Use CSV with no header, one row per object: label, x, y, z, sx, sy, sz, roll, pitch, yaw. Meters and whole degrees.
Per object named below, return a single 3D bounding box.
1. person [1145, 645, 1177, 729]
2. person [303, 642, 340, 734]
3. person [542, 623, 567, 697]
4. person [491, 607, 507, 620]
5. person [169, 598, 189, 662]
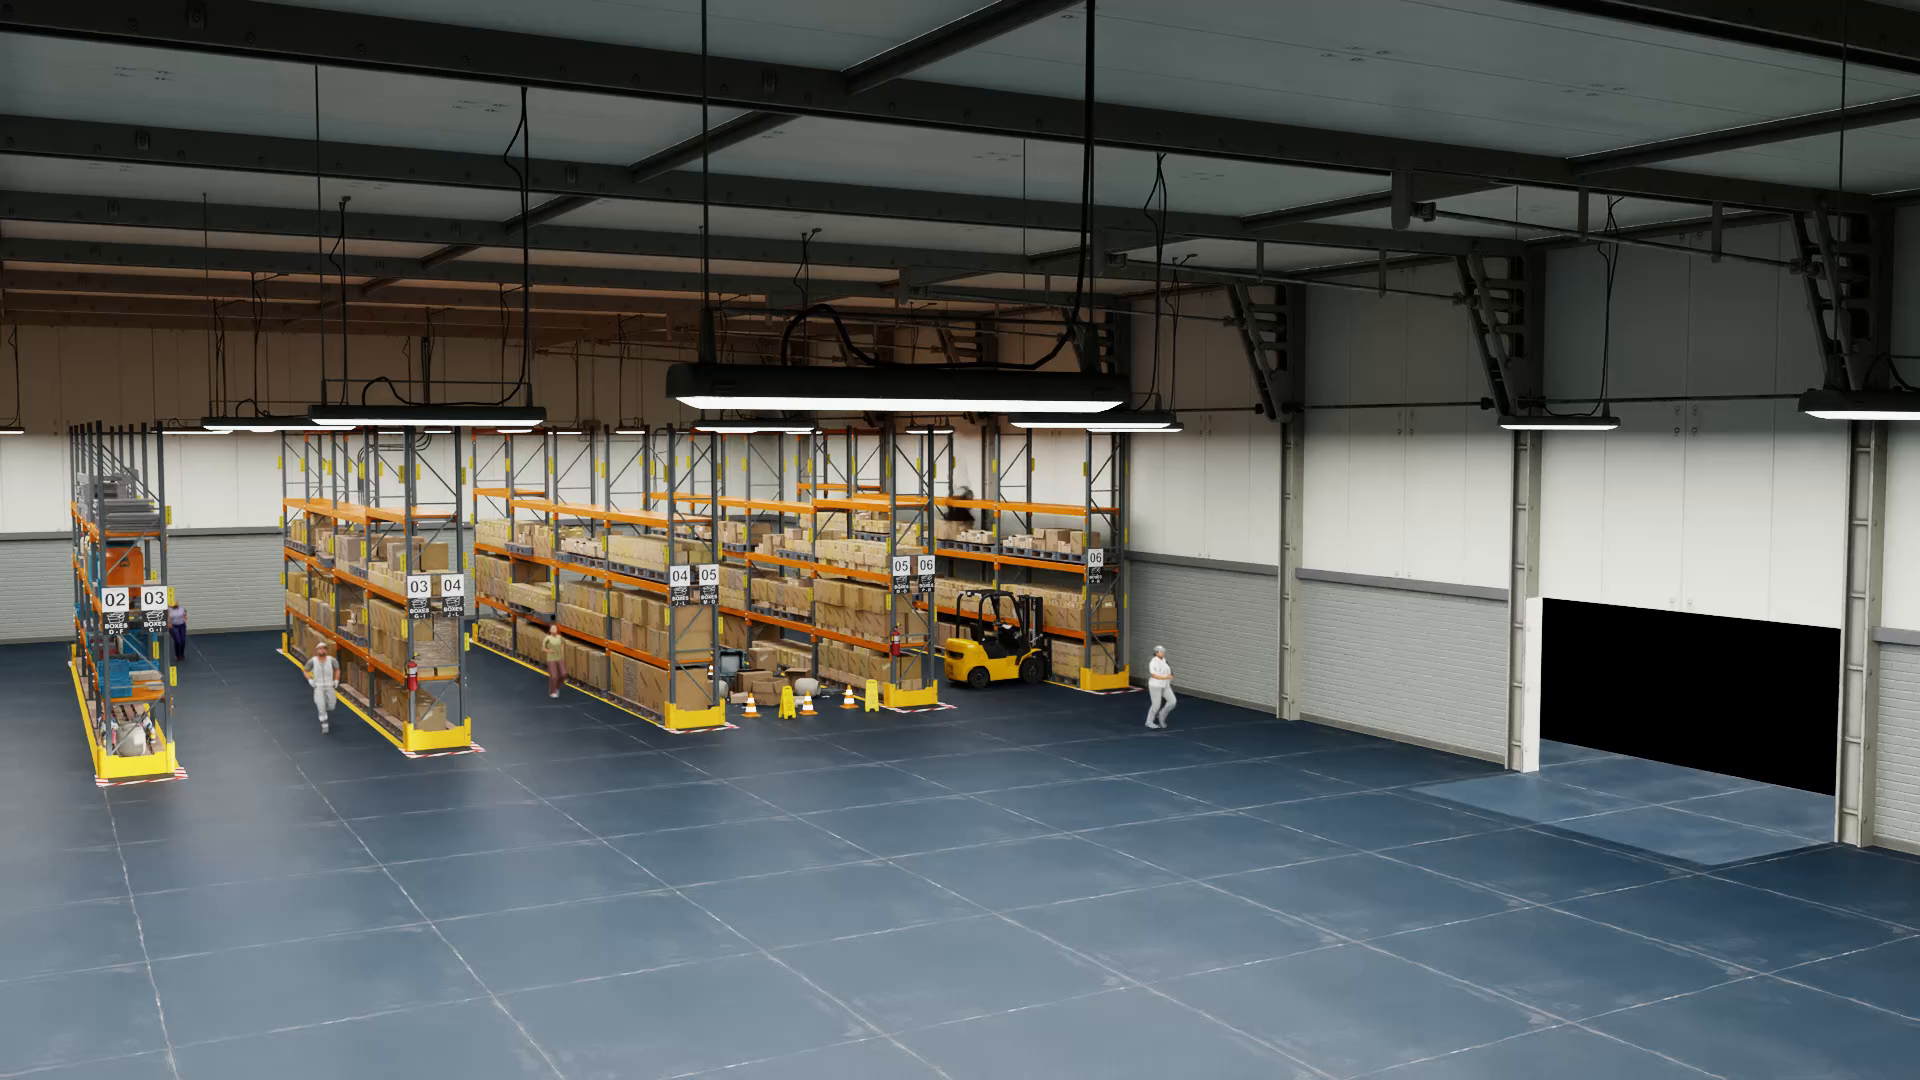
person,3.932,2.883,32.543,0.643,1.648,0.579,3,5,44
person,-12.435,2.863,32.437,0.675,1.742,0.768,-2,4,-30
person,-8.855,2.641,36.434,0.568,1.628,0.543,-3,4,-38
person,-13.224,1.903,47.925,0.737,1.808,0.693,-1,4,-10
person,-20.000,2.305,42.473,0.672,1.675,0.603,3,5,42
